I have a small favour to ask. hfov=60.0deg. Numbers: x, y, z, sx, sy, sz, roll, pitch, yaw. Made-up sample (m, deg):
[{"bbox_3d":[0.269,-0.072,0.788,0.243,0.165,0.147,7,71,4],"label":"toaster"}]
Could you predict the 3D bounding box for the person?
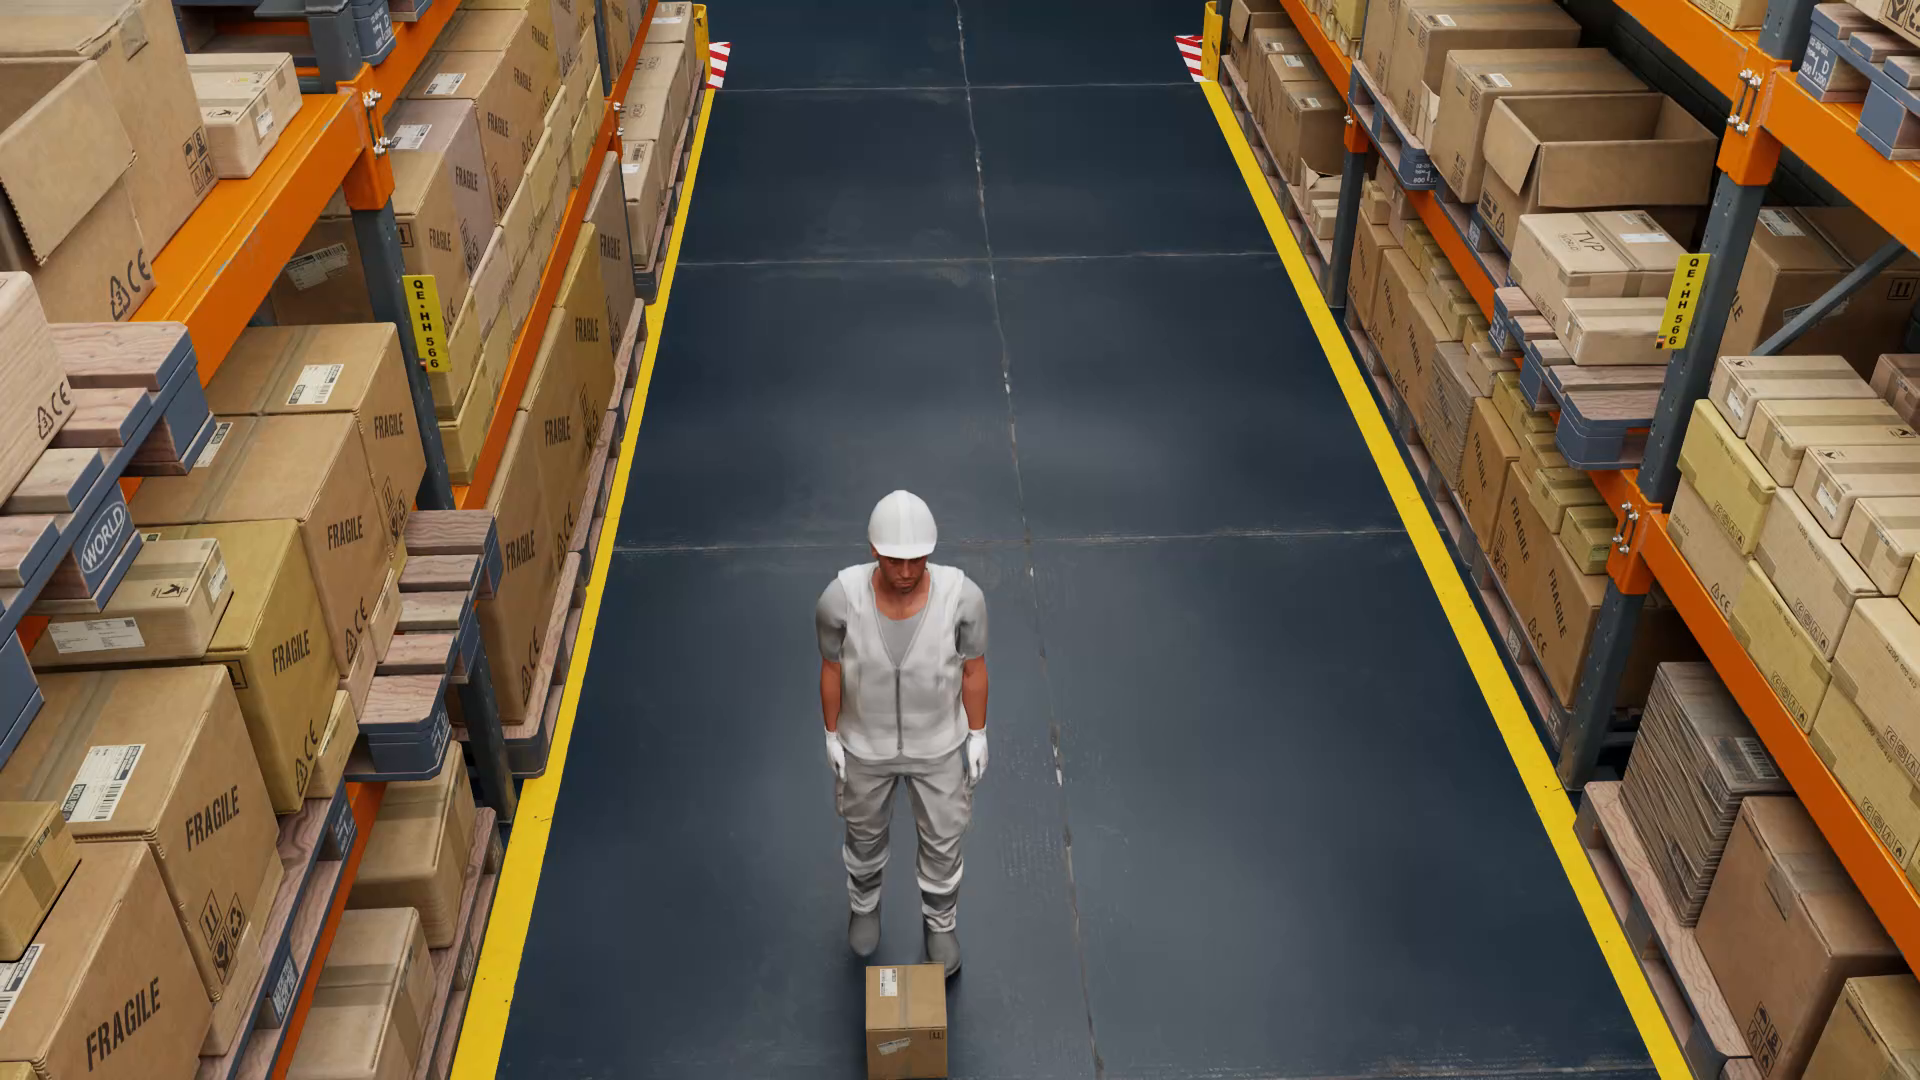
[{"bbox_3d":[-0.172,0.647,5.224,0.525,1.819,0.416,-1,35,-1],"label":"person"}]
